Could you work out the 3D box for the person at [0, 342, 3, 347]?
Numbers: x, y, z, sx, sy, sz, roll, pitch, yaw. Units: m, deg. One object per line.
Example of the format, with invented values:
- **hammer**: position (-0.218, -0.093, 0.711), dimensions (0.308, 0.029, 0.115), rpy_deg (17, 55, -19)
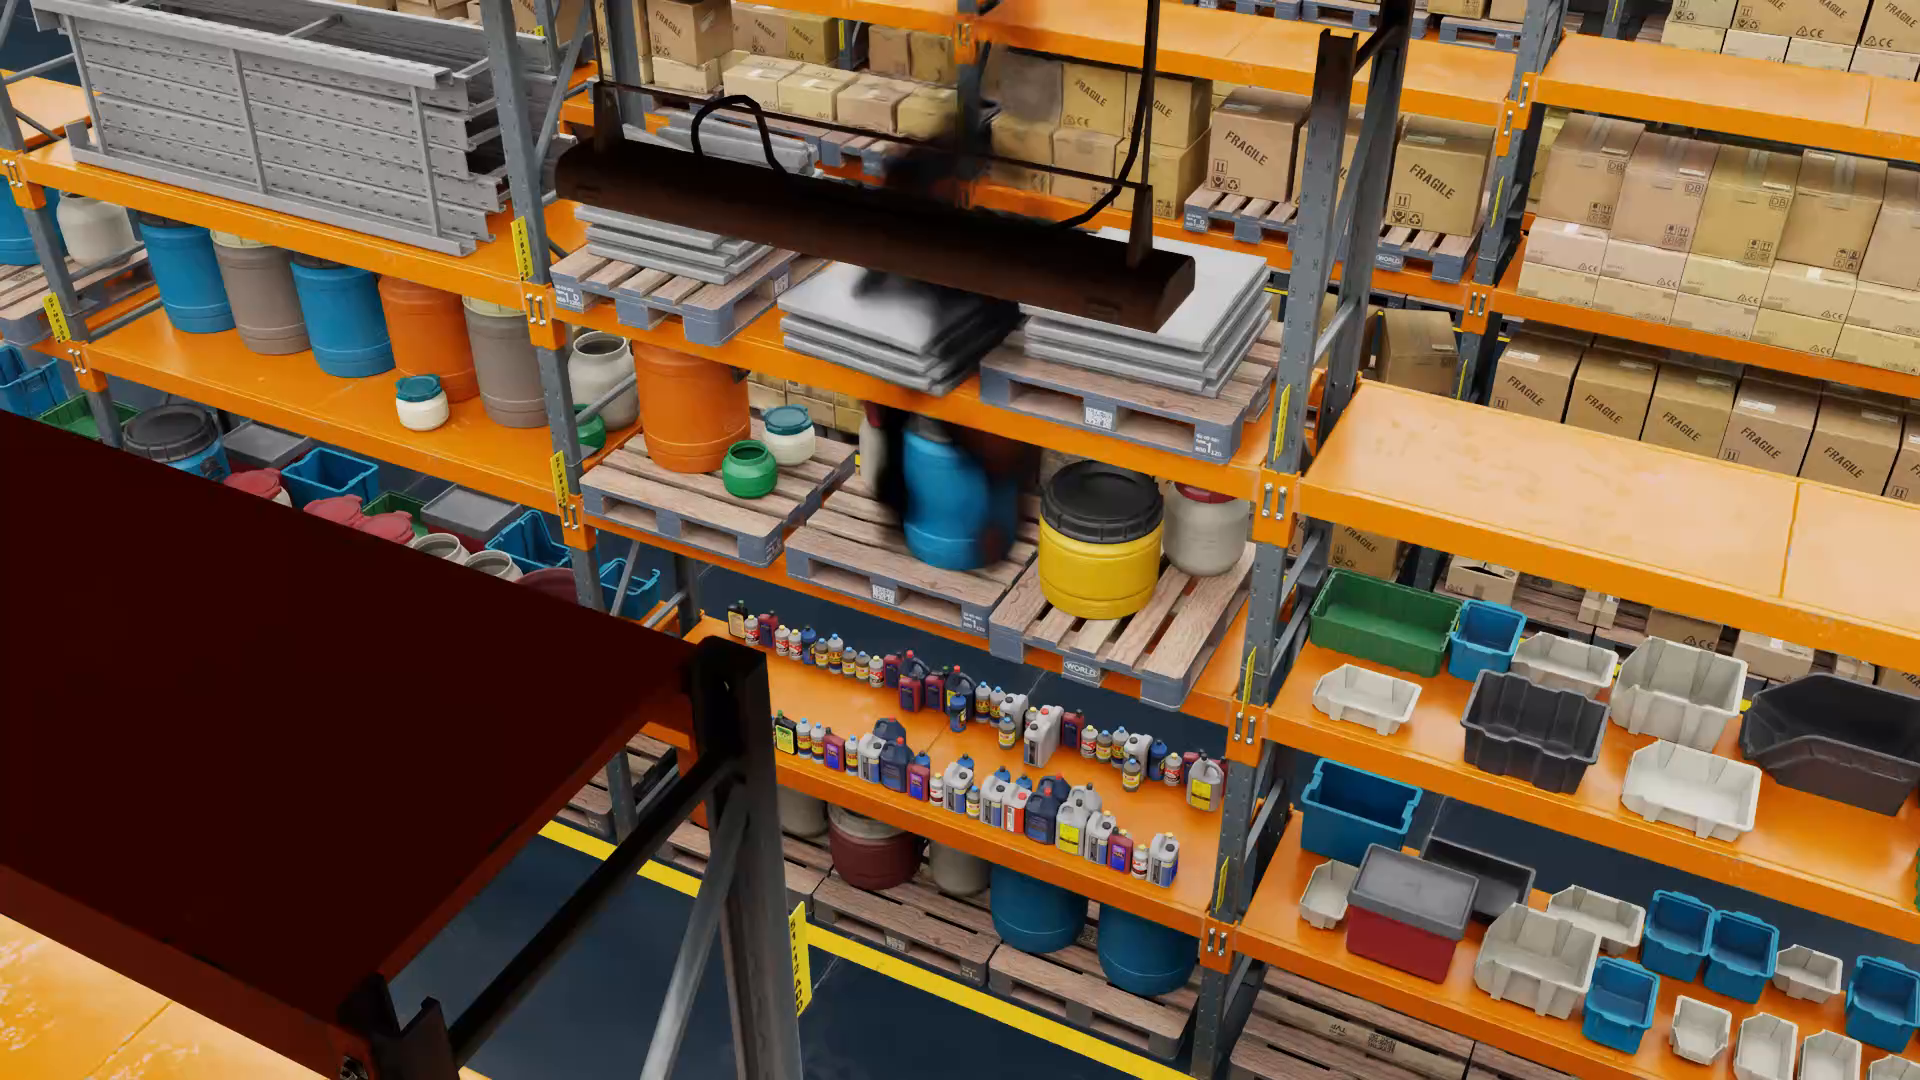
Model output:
- **person**: position (-8.609, -1.585, 14.817), dimensions (0.647, 1.539, 0.586), rpy_deg (1, 35, 1)
